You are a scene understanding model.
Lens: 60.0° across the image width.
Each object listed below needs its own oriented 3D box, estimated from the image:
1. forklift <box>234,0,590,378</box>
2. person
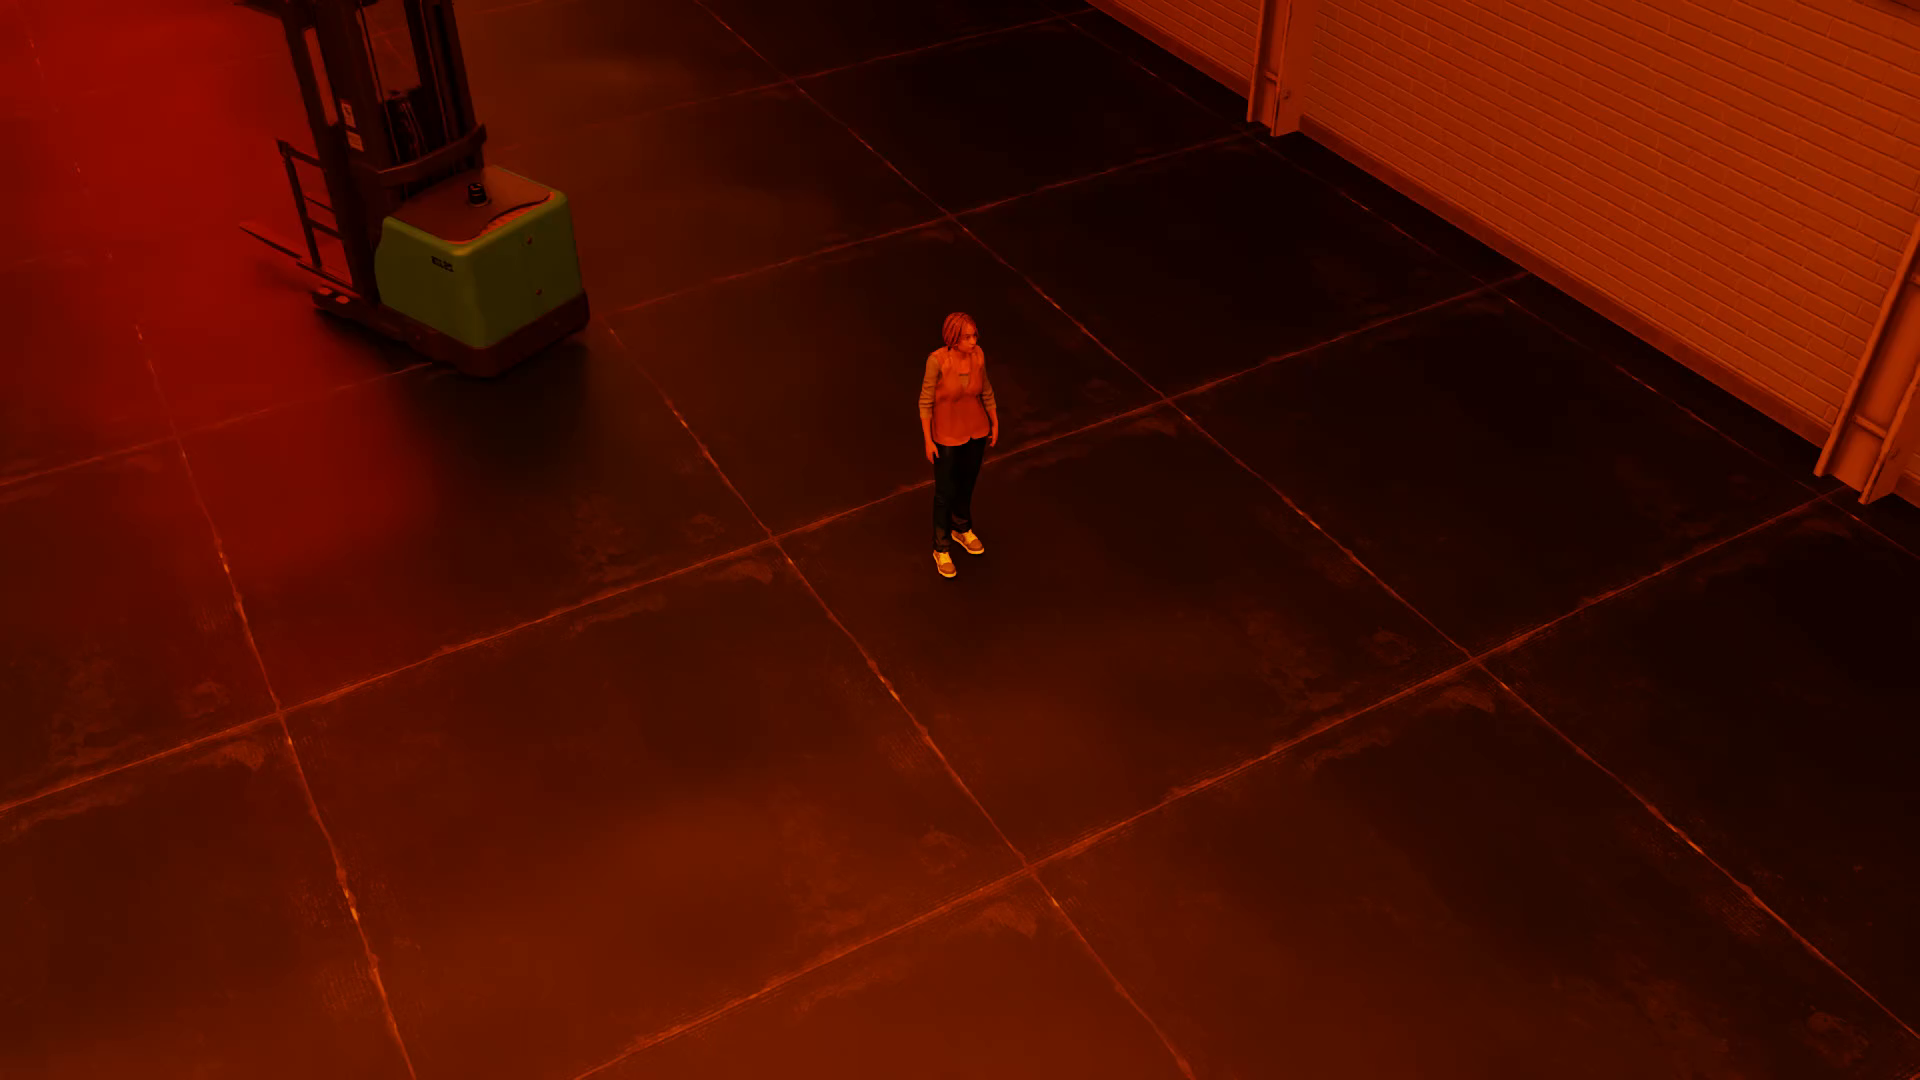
[{"bbox_3d":[-4.199,-3.014,11.670,3.031,2.935,1.130,25,46,27],"label":"forklift"},{"bbox_3d":[0.024,-0.575,9.763,0.520,1.597,0.476,-20,44,-23],"label":"person"}]
